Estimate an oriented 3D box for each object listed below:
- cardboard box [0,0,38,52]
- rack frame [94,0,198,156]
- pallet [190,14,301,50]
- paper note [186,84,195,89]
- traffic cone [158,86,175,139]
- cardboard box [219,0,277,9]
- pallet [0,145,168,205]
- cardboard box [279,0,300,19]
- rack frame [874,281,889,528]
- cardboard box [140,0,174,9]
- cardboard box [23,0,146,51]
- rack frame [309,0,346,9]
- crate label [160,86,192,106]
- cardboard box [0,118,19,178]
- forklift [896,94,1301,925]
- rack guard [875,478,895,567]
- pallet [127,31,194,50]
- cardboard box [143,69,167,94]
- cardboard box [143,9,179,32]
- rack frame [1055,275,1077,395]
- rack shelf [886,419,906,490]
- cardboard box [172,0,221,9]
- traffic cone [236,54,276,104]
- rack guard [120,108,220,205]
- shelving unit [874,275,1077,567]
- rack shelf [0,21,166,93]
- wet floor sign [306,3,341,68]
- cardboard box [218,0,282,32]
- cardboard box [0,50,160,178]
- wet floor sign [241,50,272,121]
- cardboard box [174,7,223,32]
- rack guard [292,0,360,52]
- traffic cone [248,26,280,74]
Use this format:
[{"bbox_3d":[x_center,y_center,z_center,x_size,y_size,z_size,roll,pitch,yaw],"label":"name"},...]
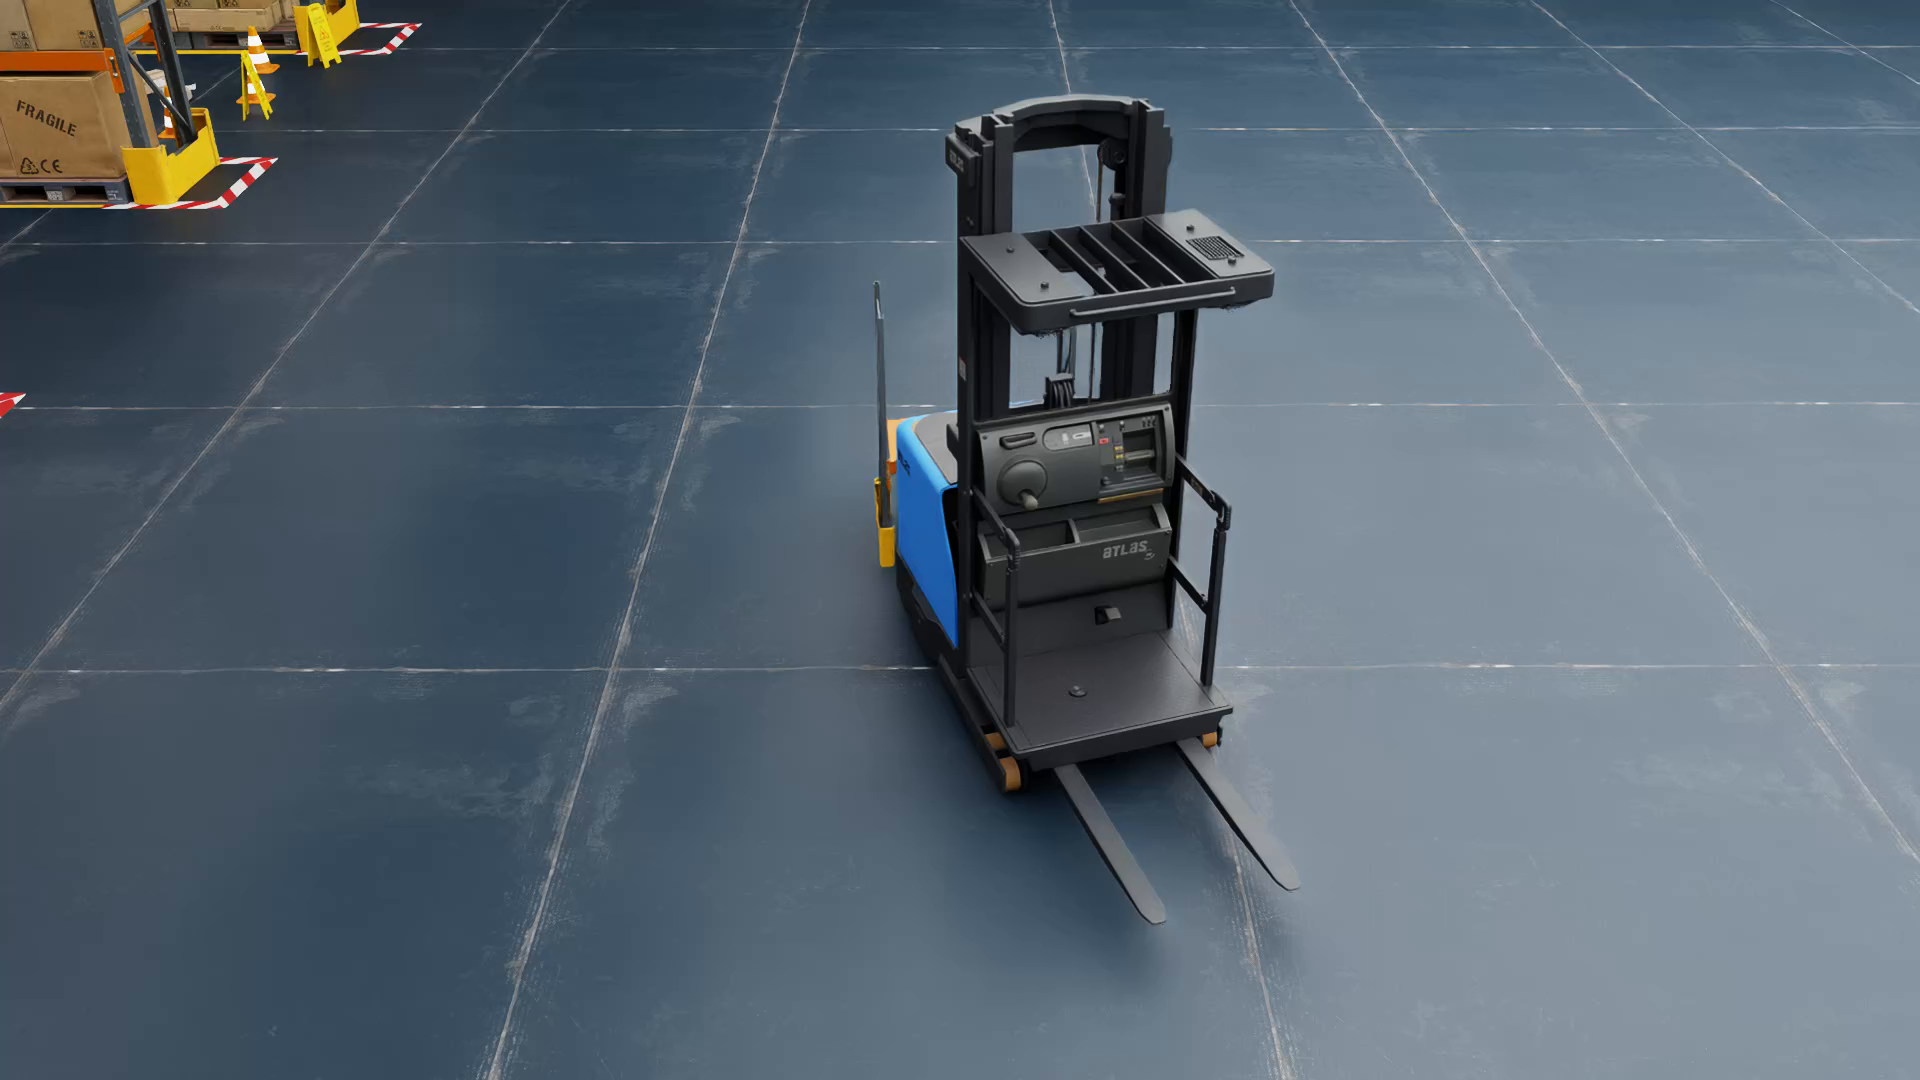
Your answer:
[{"bbox_3d":[-7.956,-4.518,14.049,0.550,0.550,0.875,0,31,0],"label":"cardboard box"},{"bbox_3d":[-7.035,-4.492,14.150,0.127,3.000,1.000,0,31,0],"label":"rack frame"},{"bbox_3d":[-8.055,-5.882,19.131,1.213,0.211,1.003,0,31,0],"label":"pallet"},{"bbox_3d":[-8.099,-4.754,17.445,0.142,0.019,0.148,-11,33,-17],"label":"paper note"},{"bbox_3d":[-7.575,-4.142,16.020,0.334,0.463,0.336,0,31,0],"label":"traffic cone"},{"bbox_3d":[-7.966,-6.246,18.565,0.500,0.500,0.500,0,31,0],"label":"cardboard box"},{"bbox_3d":[-7.834,-3.256,14.803,1.213,0.211,1.003,0,31,0],"label":"pallet"},{"bbox_3d":[-7.975,-6.204,19.218,0.500,0.250,0.500,0,31,-1],"label":"cardboard box"},{"bbox_3d":[-0.434,-0.642,9.252,0.032,1.500,0.500,-3,31,-4],"label":"rack frame"},{"bbox_3d":[-8.992,-6.244,18.562,0.500,0.500,0.500,-1,31,-1],"label":"cardboard box"},{"bbox_3d":[-7.406,-4.531,14.071,0.550,0.550,0.875,0,31,0],"label":"cardboard box"},{"bbox_3d":[-7.166,-7.059,18.382,0.127,3.000,1.000,0,31,0],"label":"rack frame"},{"bbox_3d":[-8.028,-4.555,17.015,0.298,0.136,0.250,-17,35,-26],"label":"crate label"},{"bbox_3d":[-8.593,-3.723,14.526,0.875,0.875,0.875,-1,31,-1],"label":"cardboard box"},{"bbox_3d":[0.606,-0.321,7.342,1.130,2.935,3.031,-10,33,-16],"label":"forklift"},{"bbox_3d":[-0.433,-0.108,9.576,0.087,0.250,0.587,-3,31,-4],"label":"rack guard"},{"bbox_3d":[-9.272,-5.880,19.127,1.213,0.211,1.003,0,31,0],"label":"pallet"},{"bbox_3d":[-8.464,-4.788,17.388,0.250,0.149,0.380,16,35,25],"label":"cardboard box"},{"bbox_3d":[-9.014,-5.919,18.749,0.500,0.250,0.500,-1,31,-2],"label":"cardboard box"},{"bbox_3d":[0.579,-0.689,9.329,0.032,1.500,0.500,-3,31,-4],"label":"rack frame"},{"bbox_3d":[0.072,-0.512,9.384,1.000,0.185,0.538,-3,31,-4],"label":"rack shelf"},{"bbox_3d":[-8.488,-6.242,18.559,0.500,0.500,0.500,1,31,2],"label":"cardboard box"},{"bbox_3d":[-7.242,-4.729,16.988,0.334,0.463,0.336,0,31,0],"label":"traffic cone"},{"bbox_3d":[-7.011,-3.423,14.799,0.348,0.500,1.175,0,31,0],"label":"rack guard"},{"bbox_3d":[0.063,-0.665,9.290,1.083,1.500,0.587,-3,31,-4],"label":"shelving unit"},{"bbox_3d":[-9.035,-4.178,14.327,4.000,0.370,1.077,0,31,0],"label":"rack shelf"},{"bbox_3d":[-6.970,-5.498,18.079,0.232,0.644,0.267,10,33,17],"label":"wet floor sign"},{"bbox_3d":[-7.997,-5.921,18.752,0.500,0.250,0.500,0,31,-1],"label":"cardboard box"},{"bbox_3d":[-7.713,-3.726,14.533,0.875,0.875,0.875,0,31,0],"label":"cardboard box"},{"bbox_3d":[-7.018,-4.512,16.454,0.232,0.644,0.267,-5,32,-9],"label":"wet floor sign"},{"bbox_3d":[-8.491,-5.923,18.756,0.500,0.250,0.500,0,31,0],"label":"cardboard box"},{"bbox_3d":[-7.242,-5.990,19.030,0.348,0.500,1.175,0,31,0],"label":"rack guard"},{"bbox_3d":[-7.588,-5.304,17.935,0.334,0.463,0.336,0,31,0],"label":"traffic cone"}]
